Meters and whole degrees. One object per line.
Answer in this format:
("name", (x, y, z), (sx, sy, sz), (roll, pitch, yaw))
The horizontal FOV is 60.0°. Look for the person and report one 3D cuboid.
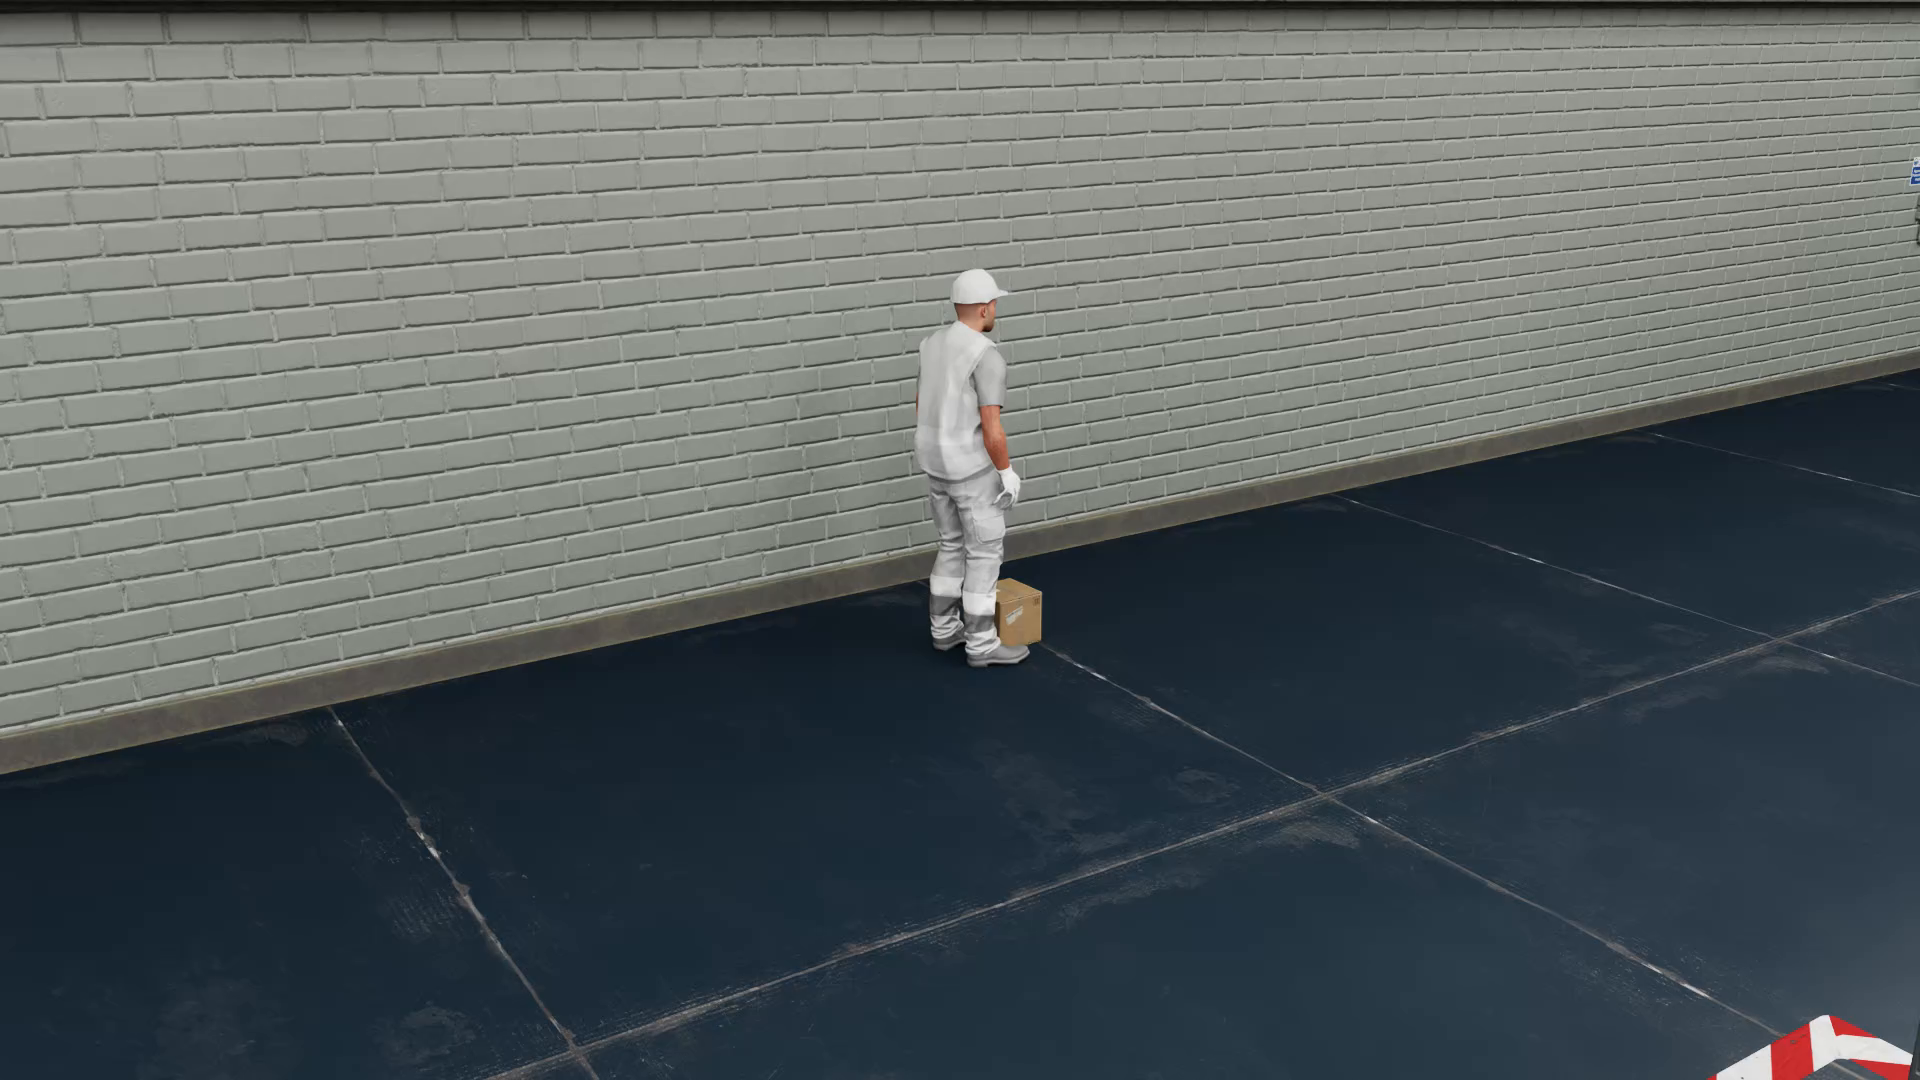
("person", (0.034, -0.330, 7.549), (0.445, 1.781, 0.621), (-13, 22, -34))
